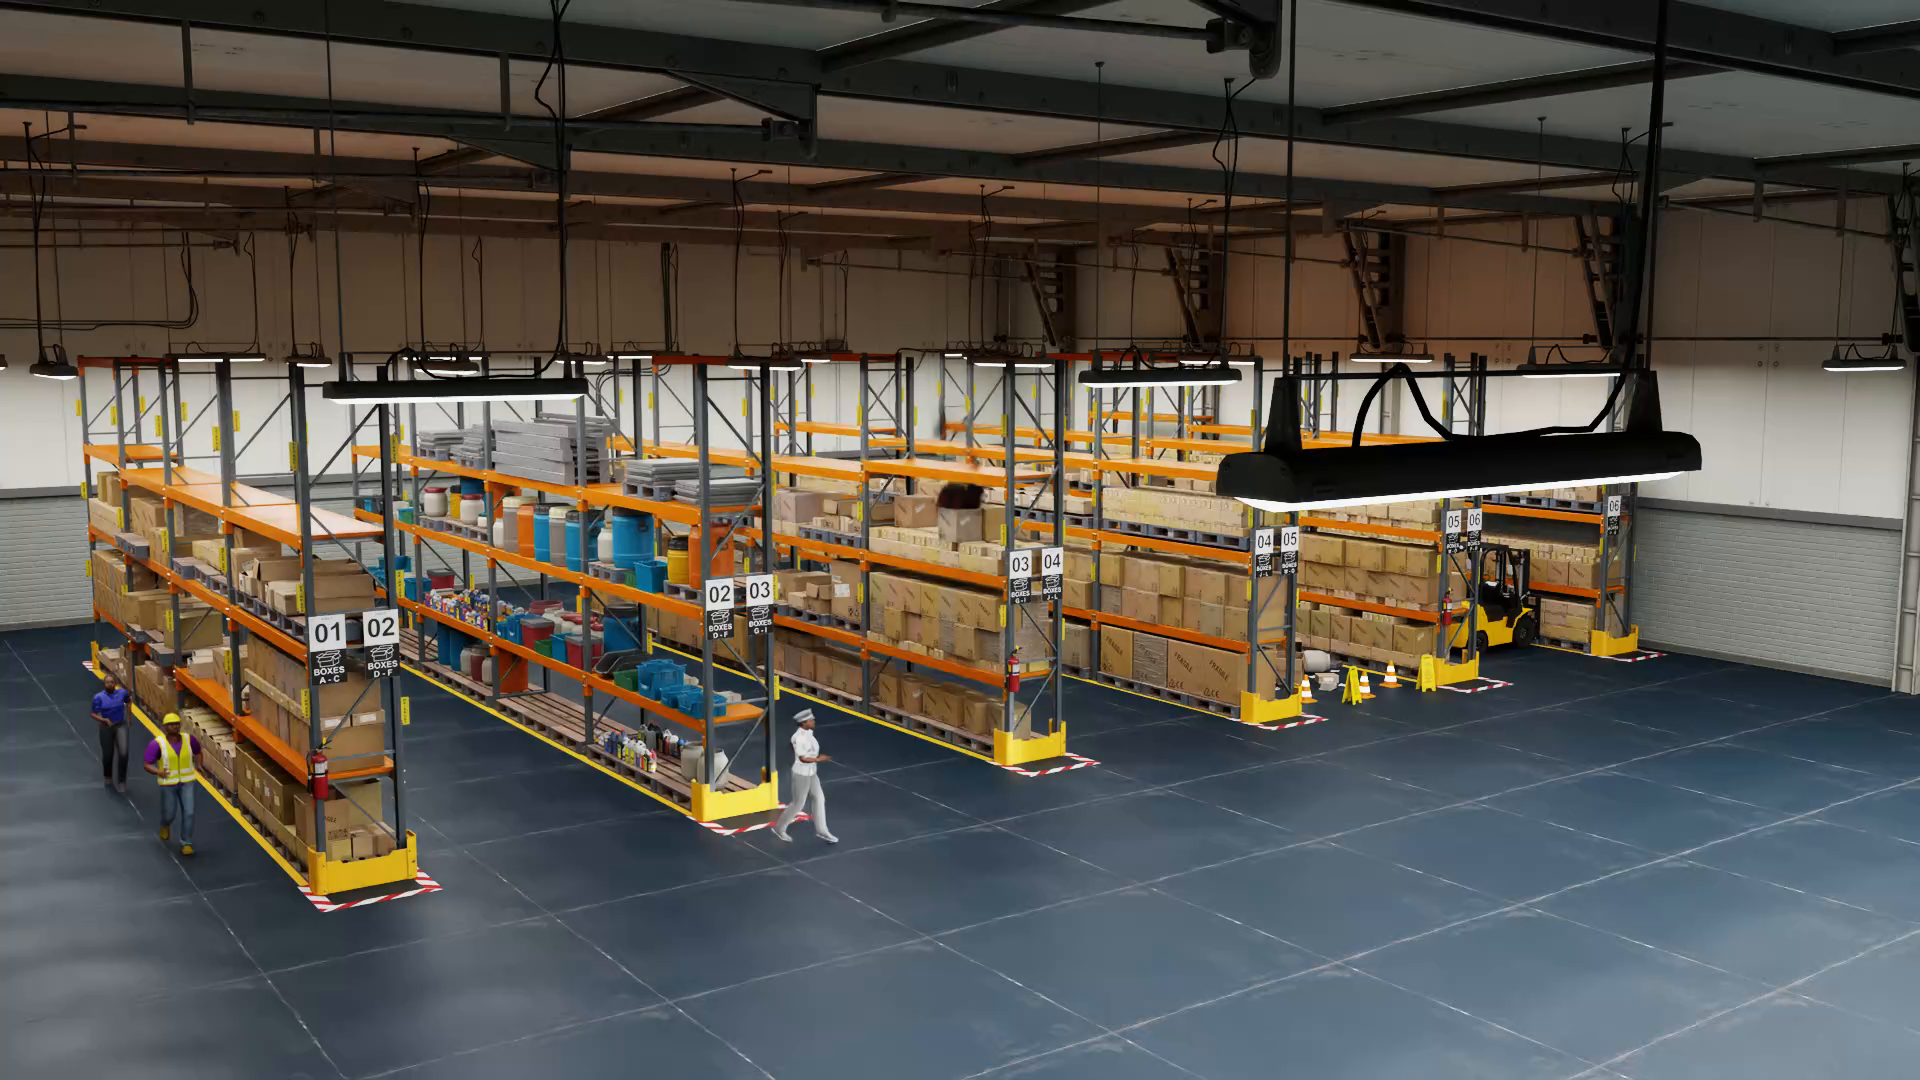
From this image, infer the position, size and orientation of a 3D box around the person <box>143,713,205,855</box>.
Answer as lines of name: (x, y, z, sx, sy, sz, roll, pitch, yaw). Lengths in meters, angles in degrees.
person: (-9.682, 2.990, 20.548, 0.714, 1.733, 0.791, -6, 9, -39)

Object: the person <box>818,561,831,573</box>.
person: (-3.520, 0.140, 43.744, 0.642, 1.747, 0.649, 4, 8, 29)

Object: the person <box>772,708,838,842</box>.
person: (-1.948, 2.951, 20.848, 0.824, 1.712, 0.582, 1, 7, 6)

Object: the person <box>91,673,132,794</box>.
person: (-11.884, 2.706, 23.340, 0.524, 1.703, 0.767, -4, 8, -28)
